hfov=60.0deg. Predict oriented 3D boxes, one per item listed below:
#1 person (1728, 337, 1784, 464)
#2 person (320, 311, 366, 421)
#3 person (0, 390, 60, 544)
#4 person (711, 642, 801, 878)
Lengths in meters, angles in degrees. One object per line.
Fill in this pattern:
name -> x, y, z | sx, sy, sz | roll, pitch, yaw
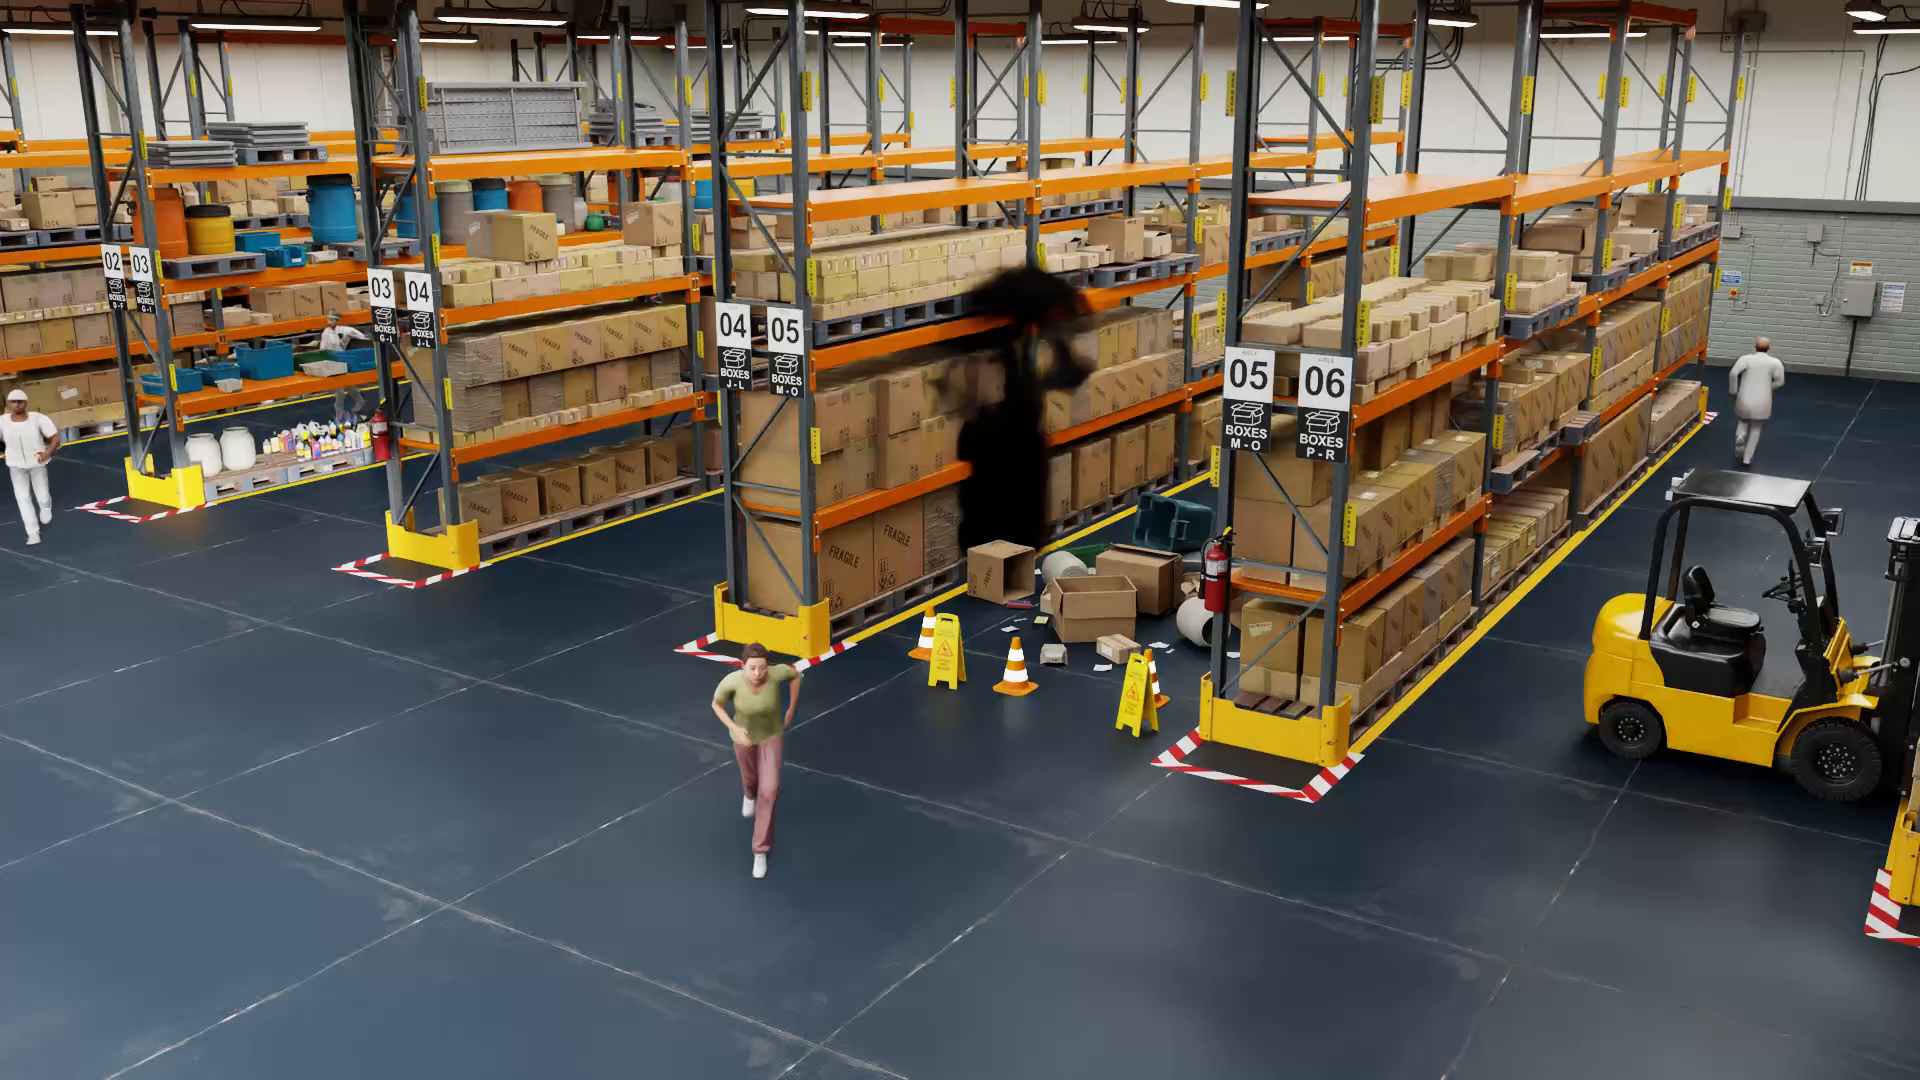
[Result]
person -> 10.963, -1.943, 22.962 | 0.690, 1.733, 0.715 | 7, 17, 25
person -> -9.624, -2.748, 25.986 | 0.637, 1.727, 0.828 | 4, 16, 15
person -> -10.711, -0.874, 19.100 | 0.736, 1.741, 0.868 | -6, 17, -22
person -> -1.394, 1.369, 11.396 | 0.614, 1.625, 1.003 | -4, 16, -14
